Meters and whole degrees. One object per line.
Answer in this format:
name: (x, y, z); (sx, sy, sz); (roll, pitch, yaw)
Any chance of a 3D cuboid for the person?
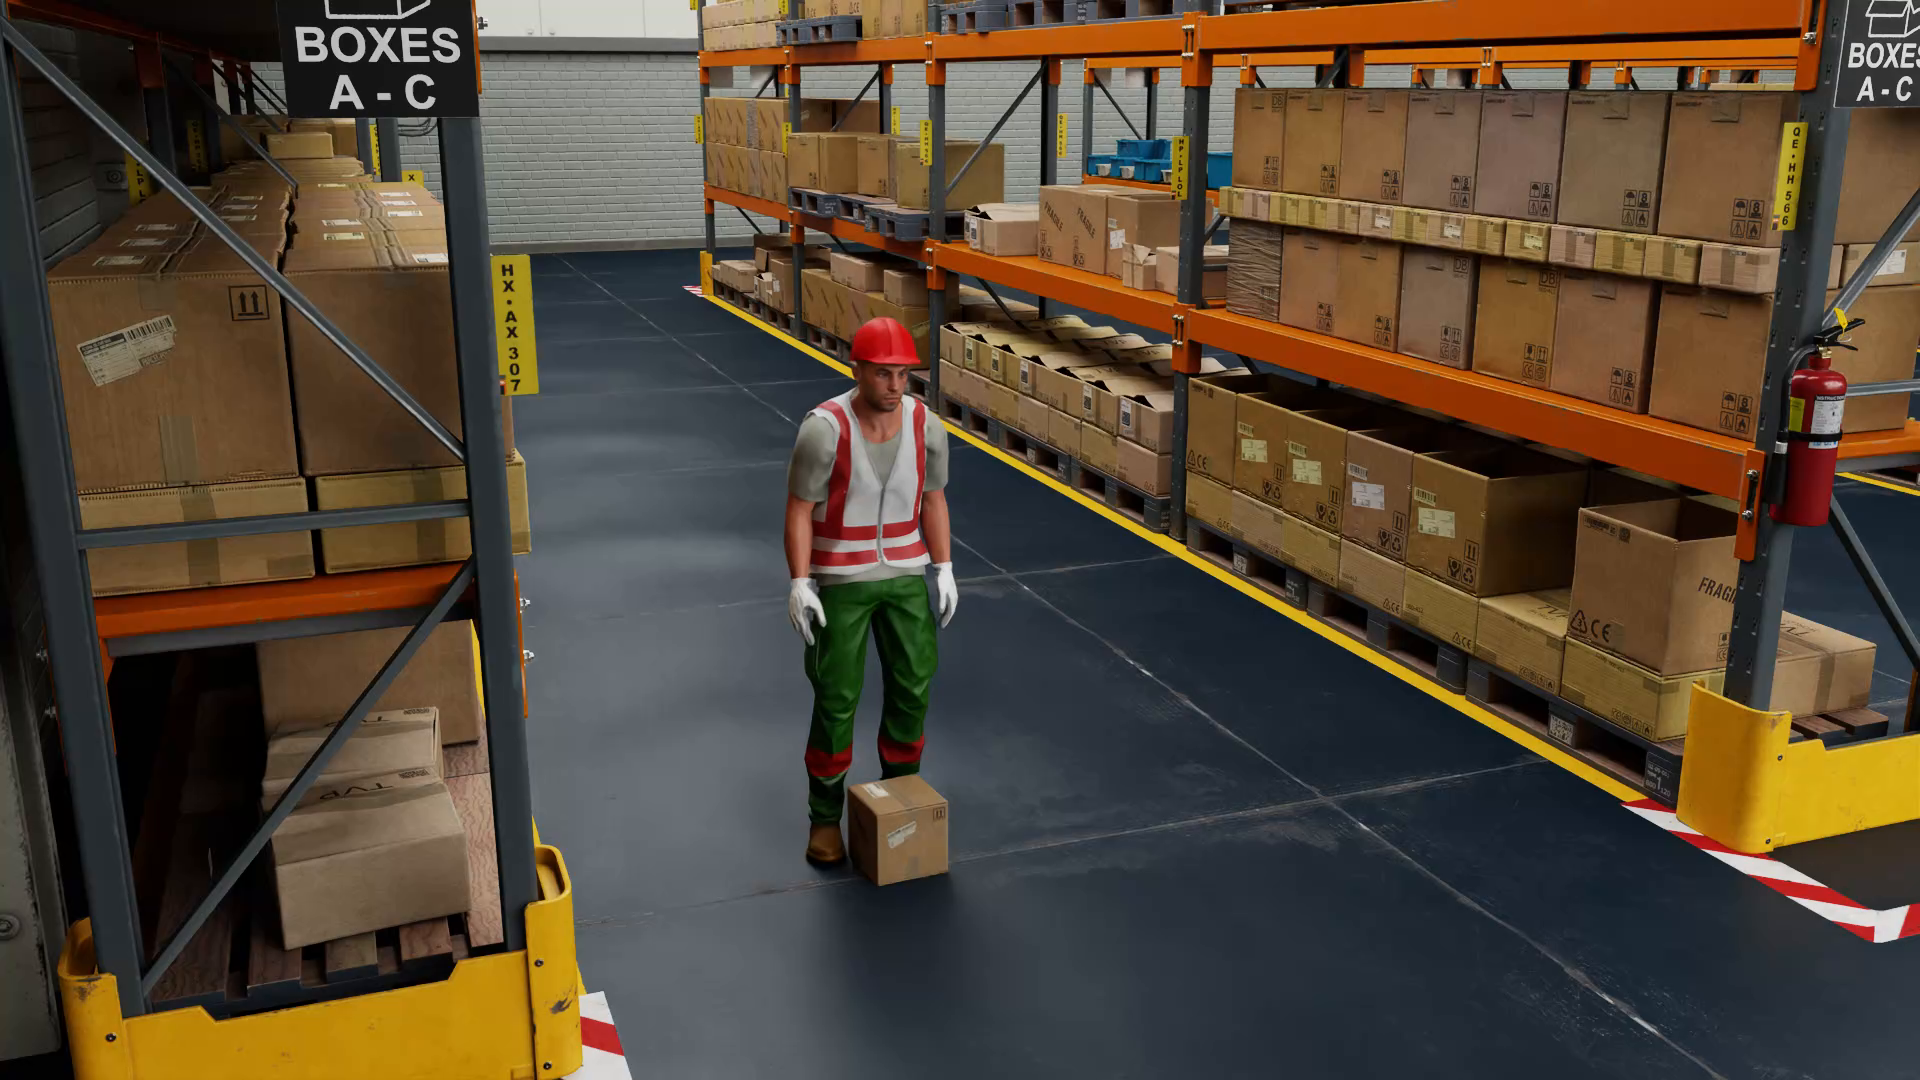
person: (-0.283, 0.154, 5.441); (0.595, 1.778, 0.449); (-6, 17, -22)
